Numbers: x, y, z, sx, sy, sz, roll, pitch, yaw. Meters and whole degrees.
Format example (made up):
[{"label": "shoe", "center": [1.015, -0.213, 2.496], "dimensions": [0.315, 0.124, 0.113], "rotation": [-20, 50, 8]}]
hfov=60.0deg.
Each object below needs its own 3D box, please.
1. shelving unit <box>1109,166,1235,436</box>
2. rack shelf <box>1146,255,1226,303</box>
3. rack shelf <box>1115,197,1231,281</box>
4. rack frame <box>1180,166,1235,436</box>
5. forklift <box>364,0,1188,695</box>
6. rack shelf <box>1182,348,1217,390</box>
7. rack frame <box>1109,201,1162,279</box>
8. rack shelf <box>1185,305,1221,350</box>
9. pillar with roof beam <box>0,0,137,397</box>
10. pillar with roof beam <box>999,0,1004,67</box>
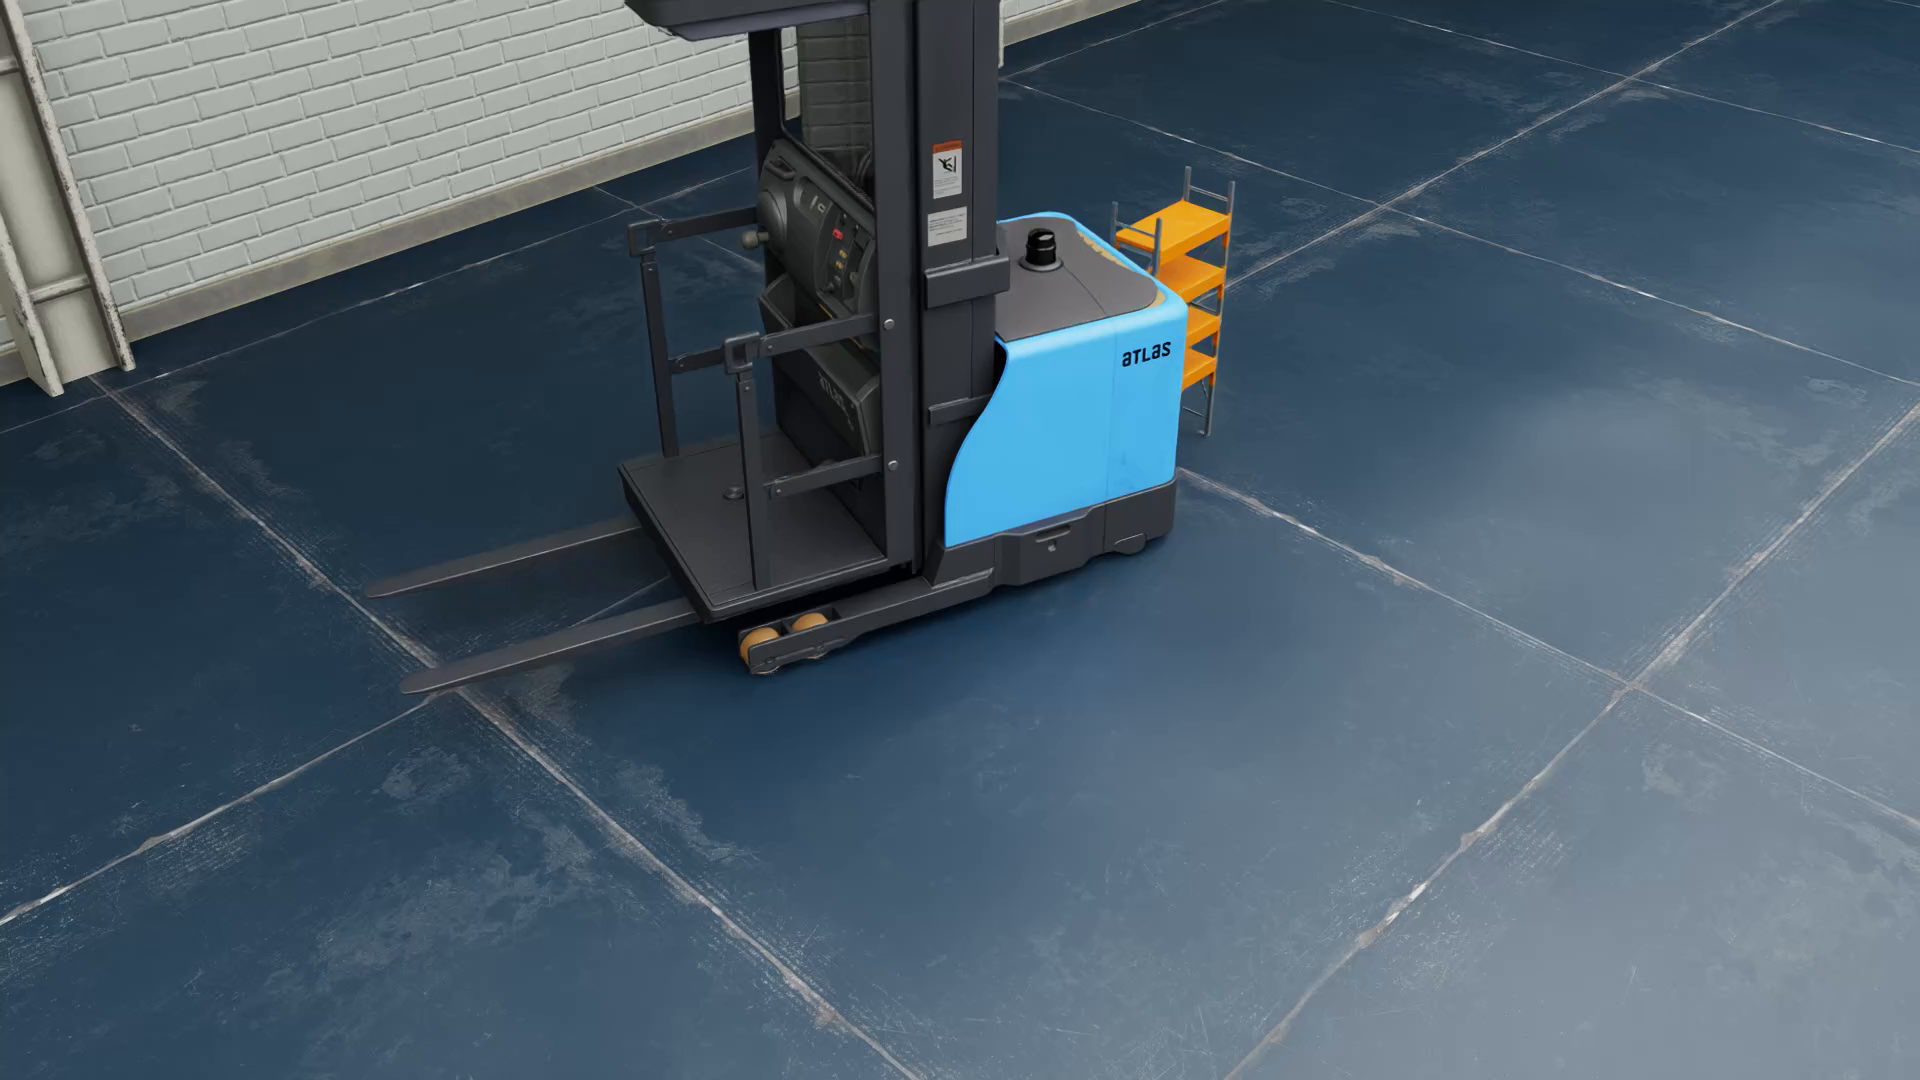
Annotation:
[{"label": "shelving unit", "center": [0.857, -0.900, 6.991], "dimensions": [0.258, 1.200, 0.503], "rotation": [28, 43, 34]}, {"label": "rack shelf", "center": [0.857, -1.028, 6.902], "dimensions": [0.258, 0.148, 0.480], "rotation": [28, 43, 34]}, {"label": "rack shelf", "center": [0.857, -1.222, 6.766], "dimensions": [0.258, 0.148, 0.480], "rotation": [28, 43, 34]}, {"label": "rack frame", "center": [1.022, -1.002, 7.138], "dimensions": [0.240, 1.200, 0.015], "rotation": [28, 43, 34]}, {"label": "forklift", "center": [-0.687, -1.061, 5.709], "dimensions": [3.031, 2.935, 1.130], "rotation": [-16, 38, -22]}, {"label": "rack shelf", "center": [0.857, -0.682, 7.143], "dimensions": [0.258, 0.148, 0.480], "rotation": [28, 43, 34]}, {"label": "rack frame", "center": [0.691, -0.797, 6.844], "dimensions": [0.240, 1.200, 0.015], "rotation": [28, 43, 34]}, {"label": "rack shelf", "center": [0.857, -0.844, 7.030], "dimensions": [0.258, 0.148, 0.480], "rotation": [28, 43, 34]}, {"label": "pillar with roof beam", "center": [-1.118, -2.760, 2.841], "dimensions": [9.100, 9.000, 0.400], "rotation": [30, 45, 35]}, {"label": "pillar with roof beam", "center": [3.109, -5.195, 6.333], "dimensions": [9.100, 9.000, 0.400], "rotation": [30, 45, 35]}]
